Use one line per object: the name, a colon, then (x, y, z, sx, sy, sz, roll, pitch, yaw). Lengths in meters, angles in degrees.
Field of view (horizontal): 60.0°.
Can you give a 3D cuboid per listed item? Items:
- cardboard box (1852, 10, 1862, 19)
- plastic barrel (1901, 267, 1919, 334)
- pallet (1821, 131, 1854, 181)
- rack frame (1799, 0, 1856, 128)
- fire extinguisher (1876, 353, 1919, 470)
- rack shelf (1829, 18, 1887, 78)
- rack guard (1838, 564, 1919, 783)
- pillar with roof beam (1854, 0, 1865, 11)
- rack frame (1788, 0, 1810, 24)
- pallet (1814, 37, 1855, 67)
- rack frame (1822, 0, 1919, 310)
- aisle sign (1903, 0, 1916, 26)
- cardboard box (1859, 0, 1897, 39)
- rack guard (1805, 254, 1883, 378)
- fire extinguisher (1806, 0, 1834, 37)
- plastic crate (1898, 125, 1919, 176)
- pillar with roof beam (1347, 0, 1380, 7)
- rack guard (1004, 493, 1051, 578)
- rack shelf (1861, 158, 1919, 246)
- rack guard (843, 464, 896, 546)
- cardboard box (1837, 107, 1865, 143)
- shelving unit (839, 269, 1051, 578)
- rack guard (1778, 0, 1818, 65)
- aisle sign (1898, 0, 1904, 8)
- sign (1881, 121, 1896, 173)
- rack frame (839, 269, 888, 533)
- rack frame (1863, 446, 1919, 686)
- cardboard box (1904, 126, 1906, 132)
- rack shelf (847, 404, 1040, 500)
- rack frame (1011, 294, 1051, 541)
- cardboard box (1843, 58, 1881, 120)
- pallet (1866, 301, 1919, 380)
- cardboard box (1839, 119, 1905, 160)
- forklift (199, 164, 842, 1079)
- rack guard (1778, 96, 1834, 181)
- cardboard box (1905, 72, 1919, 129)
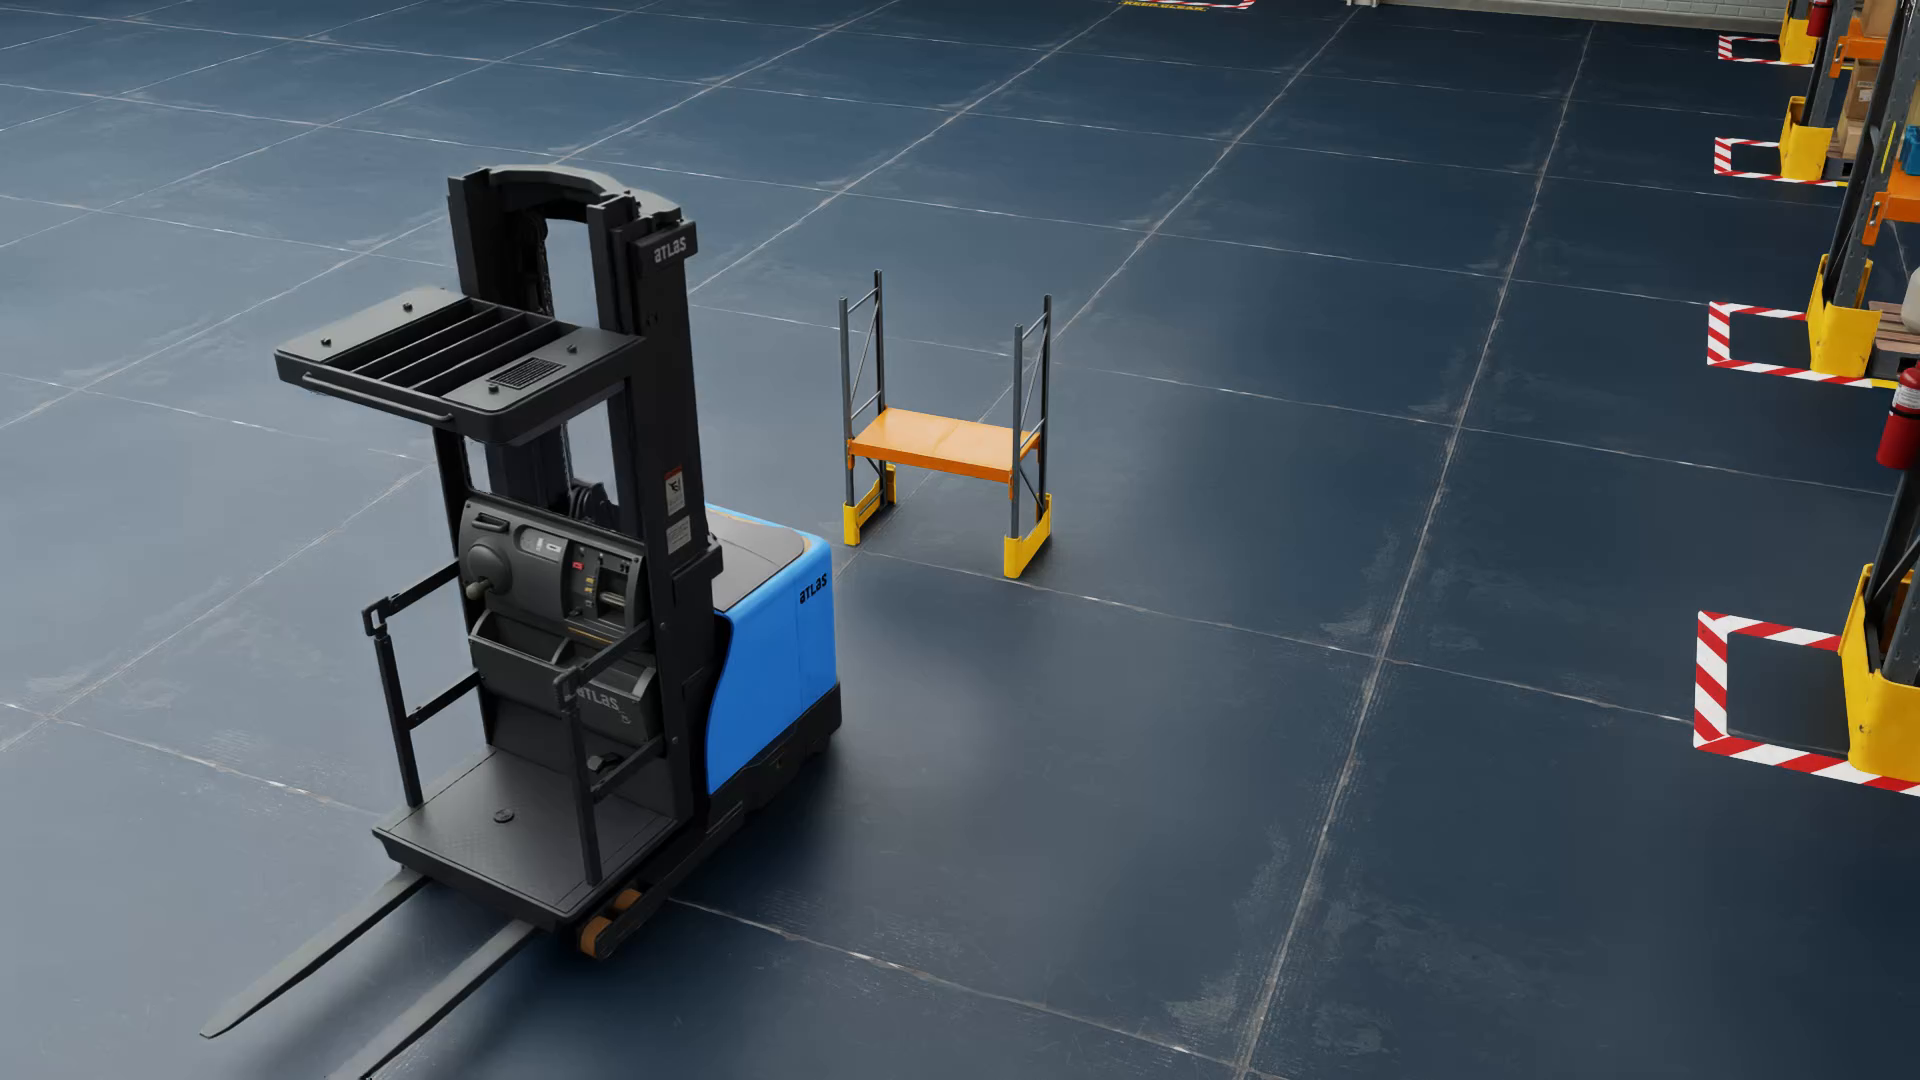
cardboard box: (10.698, -6.102, 19.783, 0.500, 0.311, 0.500, 8, 30, 13)
plastic barrel: (7.005, -1.746, 11.892, 0.421, 0.512, 0.421, 0, 29, 0)
pallet: (8.956, -3.654, 16.001, 1.213, 0.211, 1.003, 11, 31, 19)
rack frame: (8.232, -4.991, 15.531, 0.127, 3.000, 1.000, 11, 31, 19)
fire extinguisher: (4.571, -0.672, 7.969, 0.183, 0.674, 0.296, 11, 31, 19)
rack shelf: (10.085, -4.308, 15.054, 4.000, 0.370, 1.077, 11, 31, 19)
rack guard: (4.574, 0.628, 8.131, 0.348, 0.500, 1.175, 11, 31, 19)
pillar with roof beam: (9.446, -8.164, 15.048, 0.400, 9.000, 9.100, 11, 31, 19)
rack frame: (10.091, -7.250, 19.529, 0.127, 3.000, 1.000, 11, 31, 19)
pallet: (10.901, -5.856, 19.895, 1.213, 0.211, 1.003, 11, 31, 19)
rack frame: (6.366, -2.733, 11.537, 0.127, 3.000, 1.000, 11, 31, 19)
aisle sign: (6.189, -3.744, 10.684, 0.004, 0.787, 0.394, 11, 31, 19)
cardboard box: (8.660, -4.942, 15.344, 0.500, 0.500, 0.700, 11, 31, 19)
rack guard: (6.454, -1.652, 12.165, 0.348, 0.500, 1.175, 11, 31, 19)
fire extinguisher: (8.297, -5.191, 15.964, 0.183, 0.674, 0.296, 11, 31, 19)
plastic crate: (6.942, -2.712, 11.651, 0.616, 0.251, 0.499, 11, 31, 19)
pillar with roof beam: (3.886, -9.274, 17.012, 0.400, 9.000, 9.100, 11, 31, 19)
rack guard: (0.391, -0.031, 9.550, 0.087, 0.250, 0.587, 11, 31, 19)
rack shelf: (8.219, -2.050, 11.059, 4.000, 0.370, 1.077, 11, 31, 19)
rack guard: (-0.532, -0.215, 9.876, 0.087, 0.250, 0.587, 11, 31, 19)
cardboard box: (8.840, -4.012, 16.167, 0.500, 0.250, 0.500, 11, 31, 19)
shelving unit: (-0.071, -0.667, 9.406, 1.083, 1.500, 0.587, 11, 31, 19)
rack guard: (10.161, -6.148, 20.119, 0.348, 0.500, 1.175, 11, 31, 19)
aisle sign: (6.411, -4.013, 11.160, 0.004, 0.787, 0.394, 11, 31, 19)
sign: (6.155, -2.603, 11.026, 0.005, 0.325, 0.100, 11, 31, 19)
rack frame: (-0.550, -0.763, 9.575, 0.032, 1.500, 0.500, 11, 31, 19)
rack frame: (4.504, -0.475, 7.541, 0.127, 3.000, 1.000, 11, 31, 19)
cardboard box: (9.110, -3.685, 15.589, 0.500, 0.250, 0.500, 11, 31, 19)
rack shelf: (-0.079, -0.512, 9.497, 1.000, 0.185, 0.538, 11, 31, 19)
rack frame: (0.392, -0.575, 9.242, 0.032, 1.500, 0.500, 11, 31, 19)
cardboard box: (8.841, -4.339, 15.985, 0.500, 0.500, 0.500, 11, 31, 19)
pallet: (7.205, -1.374, 11.966, 1.213, 0.211, 1.003, 11, 31, 19)
cardboard box: (8.645, -3.776, 15.750, 0.500, 0.250, 0.500, 11, 31, 19)
forklift: (-1.747, 0.163, 6.484, 1.130, 2.935, 3.031, 16, 33, 26)
rack guard: (8.210, -3.907, 16.154, 0.348, 0.500, 1.175, 11, 31, 19)
cardboard box: (9.109, -4.011, 15.403, 0.500, 0.500, 0.500, 11, 31, 19)
